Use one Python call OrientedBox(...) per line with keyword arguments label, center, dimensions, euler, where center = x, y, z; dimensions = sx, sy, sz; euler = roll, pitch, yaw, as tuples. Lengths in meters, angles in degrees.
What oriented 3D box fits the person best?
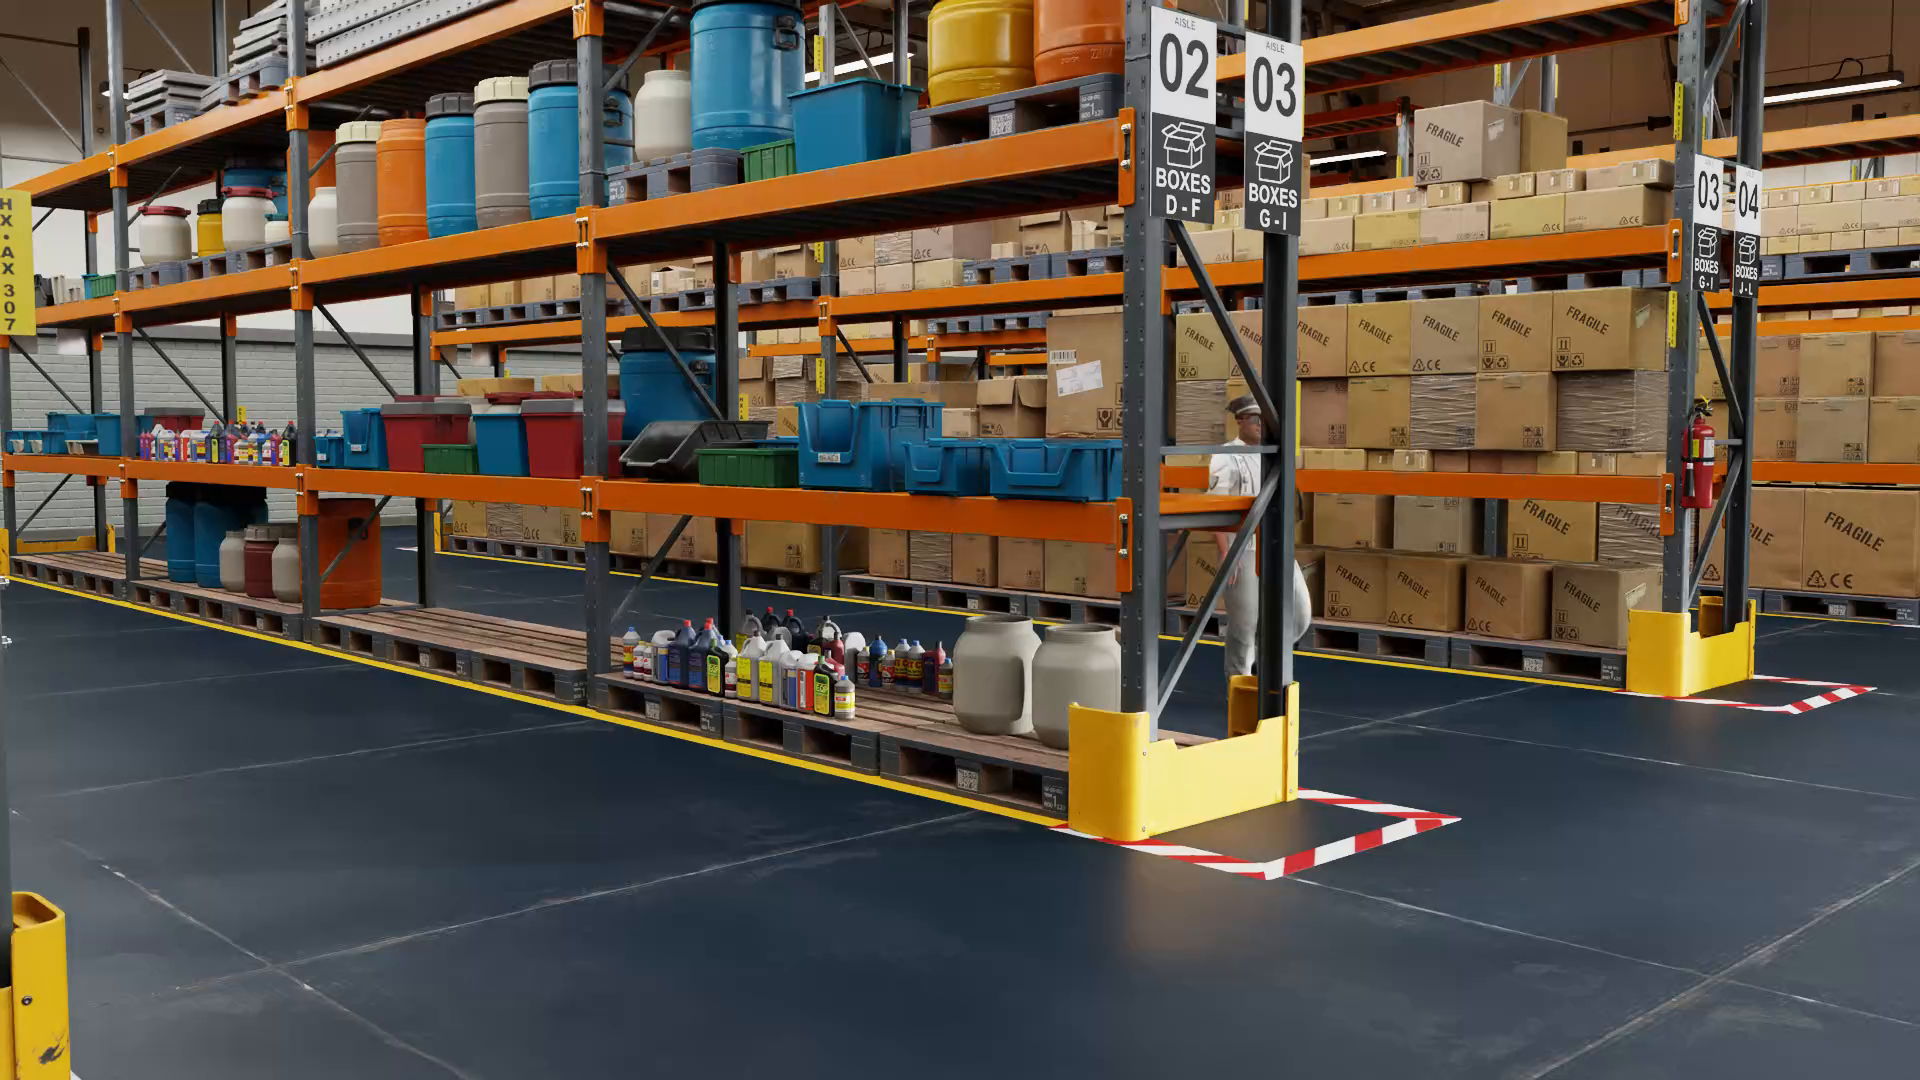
OrientedBox(label="person", center=(1.670, 0.074, 9.282), dimensions=(0.568, 1.802, 0.462), euler=(-2, 4, -26))
